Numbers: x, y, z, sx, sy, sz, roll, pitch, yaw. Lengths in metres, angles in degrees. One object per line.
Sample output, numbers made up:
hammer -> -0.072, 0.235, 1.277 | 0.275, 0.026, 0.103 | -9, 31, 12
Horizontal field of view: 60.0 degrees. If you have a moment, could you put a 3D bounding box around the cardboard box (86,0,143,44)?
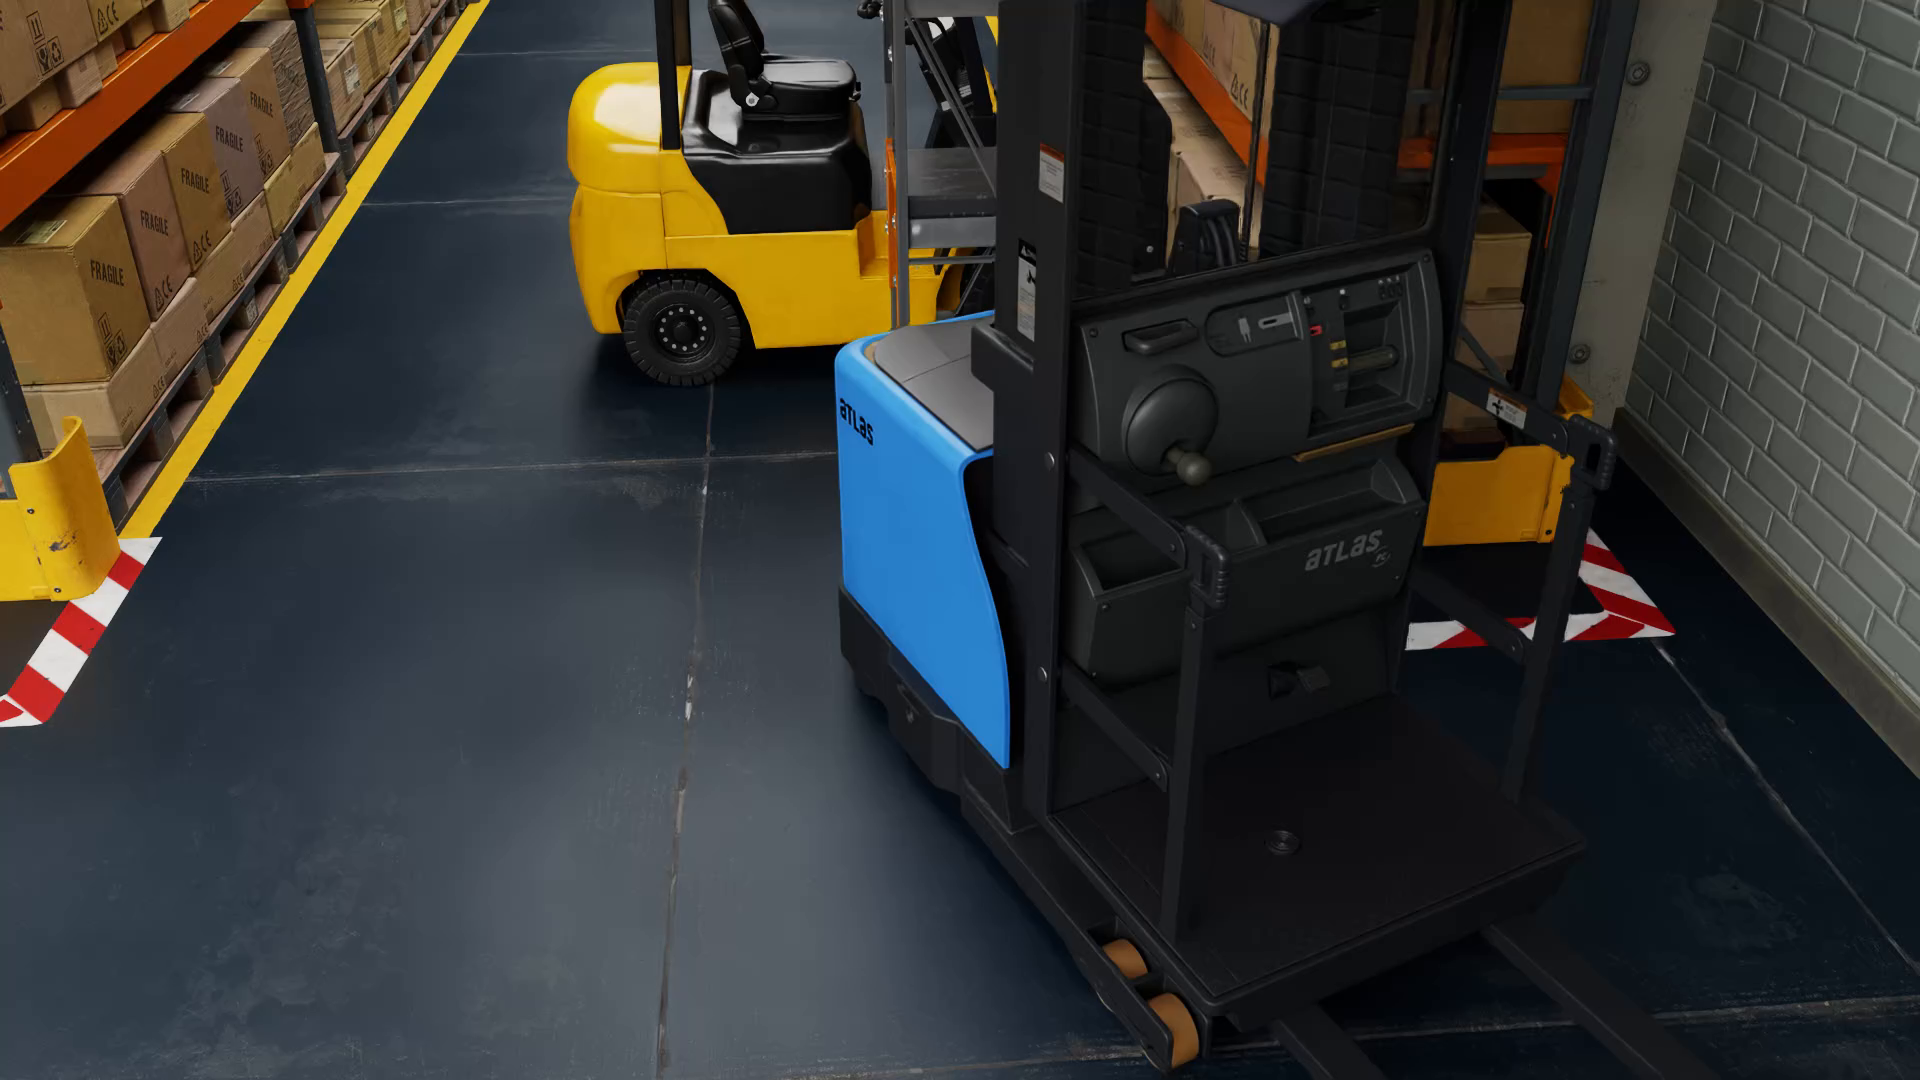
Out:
cardboard box -> -3.294, -2.066, 5.897 | 0.500, 0.500, 0.500 | -3, 31, -6

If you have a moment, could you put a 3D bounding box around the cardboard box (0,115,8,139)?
cardboard box -> -3.289, -1.320, 5.280 | 0.380, 0.149, 0.250 | -2, 31, -4

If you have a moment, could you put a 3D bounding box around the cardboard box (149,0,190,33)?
cardboard box -> -3.314, -2.121, 6.621 | 0.380, 0.149, 0.250 | -2, 31, -4

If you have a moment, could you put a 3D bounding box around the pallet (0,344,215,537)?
pallet -> -3.474, -0.374, 6.171 | 1.003, 0.211, 1.213 | -3, 31, -5

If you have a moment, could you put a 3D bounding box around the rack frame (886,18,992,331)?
rack frame -> -0.038, -1.111, 5.562 | 0.400, 2.100, 0.015 | -3, 31, -5

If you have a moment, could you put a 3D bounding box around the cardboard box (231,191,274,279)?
cardboard box -> -3.374, -1.338, 7.337 | 0.500, 0.250, 0.500 | -2, 31, -4

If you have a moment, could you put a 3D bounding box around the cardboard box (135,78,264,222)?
cardboard box -> -3.379, -1.671, 7.163 | 0.500, 0.500, 0.500 | -1, 31, -2

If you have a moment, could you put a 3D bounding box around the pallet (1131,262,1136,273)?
pallet -> 1.292, -1.169, 7.501 | 1.003, 0.211, 1.213 | -3, 31, -5

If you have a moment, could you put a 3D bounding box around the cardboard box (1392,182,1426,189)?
cardboard box -> 1.609, -1.294, 6.289 | 0.500, 0.250, 0.500 | -3, 31, -5

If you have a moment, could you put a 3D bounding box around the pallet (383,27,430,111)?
pallet -> -3.991, -2.983, 10.538 | 1.003, 0.211, 1.213 | -3, 31, -5

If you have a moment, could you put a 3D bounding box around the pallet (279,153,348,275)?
pallet -> -3.702, -1.620, 8.256 | 1.003, 0.211, 1.213 | -3, 31, -5

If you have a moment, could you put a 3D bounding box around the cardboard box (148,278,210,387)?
cardboard box -> -3.266, -0.802, 6.440 | 0.500, 0.250, 0.500 | -2, 31, -3

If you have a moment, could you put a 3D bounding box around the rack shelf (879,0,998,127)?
rack shelf -> -0.015, -1.575, 5.001 | 0.431, 0.518, 0.480 | -3, 31, -5

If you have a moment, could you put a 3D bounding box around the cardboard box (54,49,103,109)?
cardboard box -> -3.211, -1.591, 5.733 | 0.380, 0.149, 0.250 | -2, 31, -4

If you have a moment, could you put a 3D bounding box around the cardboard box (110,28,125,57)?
cardboard box -> -3.353, -1.854, 6.173 | 0.380, 0.149, 0.250 | -2, 31, -3

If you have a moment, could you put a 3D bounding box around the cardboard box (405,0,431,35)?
cardboard box -> -4.054, -3.587, 10.984 | 0.950, 0.372, 0.625 | -3, 31, -6

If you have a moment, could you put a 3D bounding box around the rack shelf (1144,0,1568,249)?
rack shelf -> 1.329, -2.068, 6.989 | 1.077, 0.370, 4.000 | -3, 31, -5

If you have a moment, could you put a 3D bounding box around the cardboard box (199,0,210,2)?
cardboard box -> -3.368, -2.382, 7.059 | 0.380, 0.149, 0.250 | -3, 31, -5

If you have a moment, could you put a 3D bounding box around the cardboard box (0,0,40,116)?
cardboard box -> -3.194, -1.542, 5.019 | 0.500, 0.500, 0.500 | -3, 31, -5

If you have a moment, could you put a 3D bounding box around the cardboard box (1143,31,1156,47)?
cardboard box -> 0.912, -2.304, 7.978 | 0.500, 0.250, 0.500 | -3, 31, -5

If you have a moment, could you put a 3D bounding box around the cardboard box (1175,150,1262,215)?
cardboard box -> 1.109, -1.266, 6.241 | 0.500, 0.250, 0.500 | -2, 31, -4

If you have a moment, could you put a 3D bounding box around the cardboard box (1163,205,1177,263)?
cardboard box -> 1.054, -1.323, 6.824 | 0.500, 0.250, 0.500 | -3, 31, -6

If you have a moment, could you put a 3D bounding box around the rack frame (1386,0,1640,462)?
rack frame -> 1.516, -1.356, 5.095 | 1.000, 3.000, 0.127 | -3, 31, -5

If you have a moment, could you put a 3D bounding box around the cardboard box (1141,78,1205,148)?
cardboard box -> 1.012, -1.782, 7.105 | 0.500, 0.250, 0.500 | -3, 31, -6

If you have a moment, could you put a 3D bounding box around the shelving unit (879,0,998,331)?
shelving unit -> -0.015, -0.986, 5.353 | 0.431, 2.100, 0.503 | -3, 31, -5

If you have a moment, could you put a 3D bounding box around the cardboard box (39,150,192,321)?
cardboard box -> -3.282, -1.142, 6.277 | 0.500, 0.500, 0.500 | -4, 31, -6

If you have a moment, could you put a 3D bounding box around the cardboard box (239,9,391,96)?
cardboard box -> -3.922, -2.845, 9.741 | 0.950, 0.372, 0.625 | -1, 31, -1

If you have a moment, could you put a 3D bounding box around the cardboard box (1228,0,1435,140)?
cardboard box -> 1.208, -1.638, 5.469 | 0.500, 0.500, 0.500 | -3, 31, -6

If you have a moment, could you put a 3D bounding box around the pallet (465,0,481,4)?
pallet -> -4.172, -4.410, 12.927 | 1.003, 0.211, 1.213 | -3, 31, -5

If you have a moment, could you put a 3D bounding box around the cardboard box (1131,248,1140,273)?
cardboard box -> 1.012, -1.355, 7.365 | 0.500, 0.250, 0.500 | -2, 31, -3

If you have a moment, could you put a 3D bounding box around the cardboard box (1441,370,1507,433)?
cardboard box -> 1.665, -0.616, 6.128 | 0.500, 0.250, 0.500 | -3, 31, -4

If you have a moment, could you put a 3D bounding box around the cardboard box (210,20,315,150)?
cardboard box -> -3.477, -2.191, 8.034 | 0.500, 0.500, 0.500 | -3, 31, -5

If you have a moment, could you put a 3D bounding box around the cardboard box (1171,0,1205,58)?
cardboard box -> 1.121, -2.164, 6.351 | 0.500, 0.500, 0.500 | -3, 31, -6

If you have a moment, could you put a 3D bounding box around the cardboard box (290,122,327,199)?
cardboard box -> -3.477, -1.869, 8.226 | 0.500, 0.250, 0.500 | -1, 31, -2

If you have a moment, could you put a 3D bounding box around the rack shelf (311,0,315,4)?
rack shelf -> -3.986, -3.871, 10.007 | 1.077, 0.370, 4.000 | -3, 31, -5

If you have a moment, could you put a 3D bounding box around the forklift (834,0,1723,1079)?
forklift -> 0.774, -0.331, 3.446 | 1.130, 2.935, 3.031 | -15, 34, -24

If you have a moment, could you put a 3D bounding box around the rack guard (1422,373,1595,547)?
rack guard -> 1.518, -0.271, 5.715 | 1.175, 0.500, 0.348 | -3, 31, -5

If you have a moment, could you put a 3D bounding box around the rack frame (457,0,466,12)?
rack frame -> -4.173, -5.201, 11.532 | 1.000, 3.000, 0.127 | -3, 31, -5
